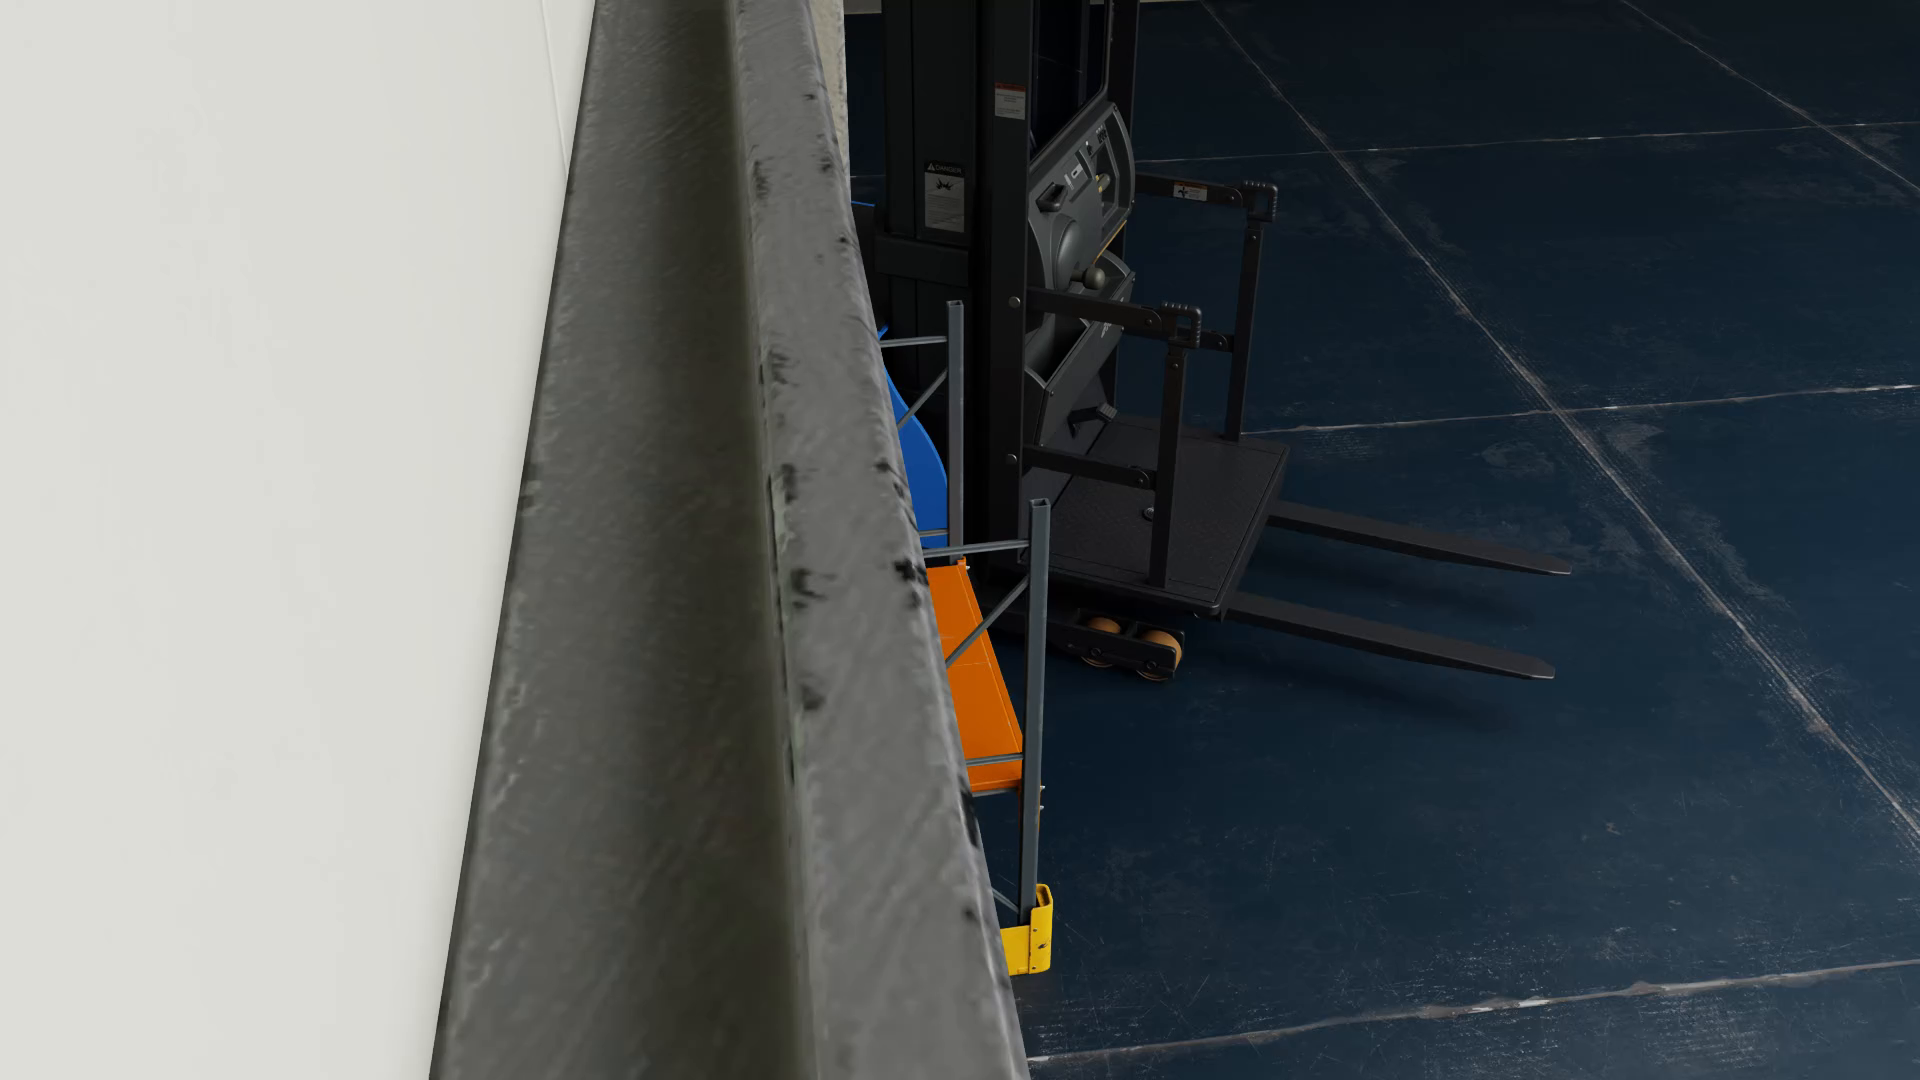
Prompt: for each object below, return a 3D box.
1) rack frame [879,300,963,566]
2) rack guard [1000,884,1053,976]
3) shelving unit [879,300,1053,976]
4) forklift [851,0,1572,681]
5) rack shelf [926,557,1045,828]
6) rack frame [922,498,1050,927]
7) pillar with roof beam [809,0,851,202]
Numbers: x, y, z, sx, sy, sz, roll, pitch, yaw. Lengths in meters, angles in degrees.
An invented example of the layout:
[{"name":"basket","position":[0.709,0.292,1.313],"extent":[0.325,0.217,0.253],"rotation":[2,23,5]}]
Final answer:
[{"name":"rack frame","position":[-0.239,-0.001,4.920],"extent":[0.500,1.500,0.032],"rotation":[-6,35,-9]},{"name":"rack guard","position":[-0.047,1.077,4.448],"extent":[0.587,0.250,0.087],"rotation":[-6,35,-9]},{"name":"shelving unit","position":[-0.141,0.285,4.500],"extent":[0.587,1.500,1.083],"rotation":[-6,35,-9]},{"name":"forklift","position":[0.578,-1.081,5.234],"extent":[3.031,2.935,1.130],"rotation":[13,36,18]},{"name":"rack shelf","position":[-0.143,0.428,4.609],"extent":[0.538,0.185,1.000],"rotation":[-6,35,-9]},{"name":"rack frame","position":[-0.047,0.561,4.095],"extent":[0.500,1.500,0.032],"rotation":[-6,35,-9]},{"name":"pillar with roof beam","position":[3.909,-2.664,2.168],"extent":[9.100,9.000,0.400],"rotation":[-4,35,-6]}]
